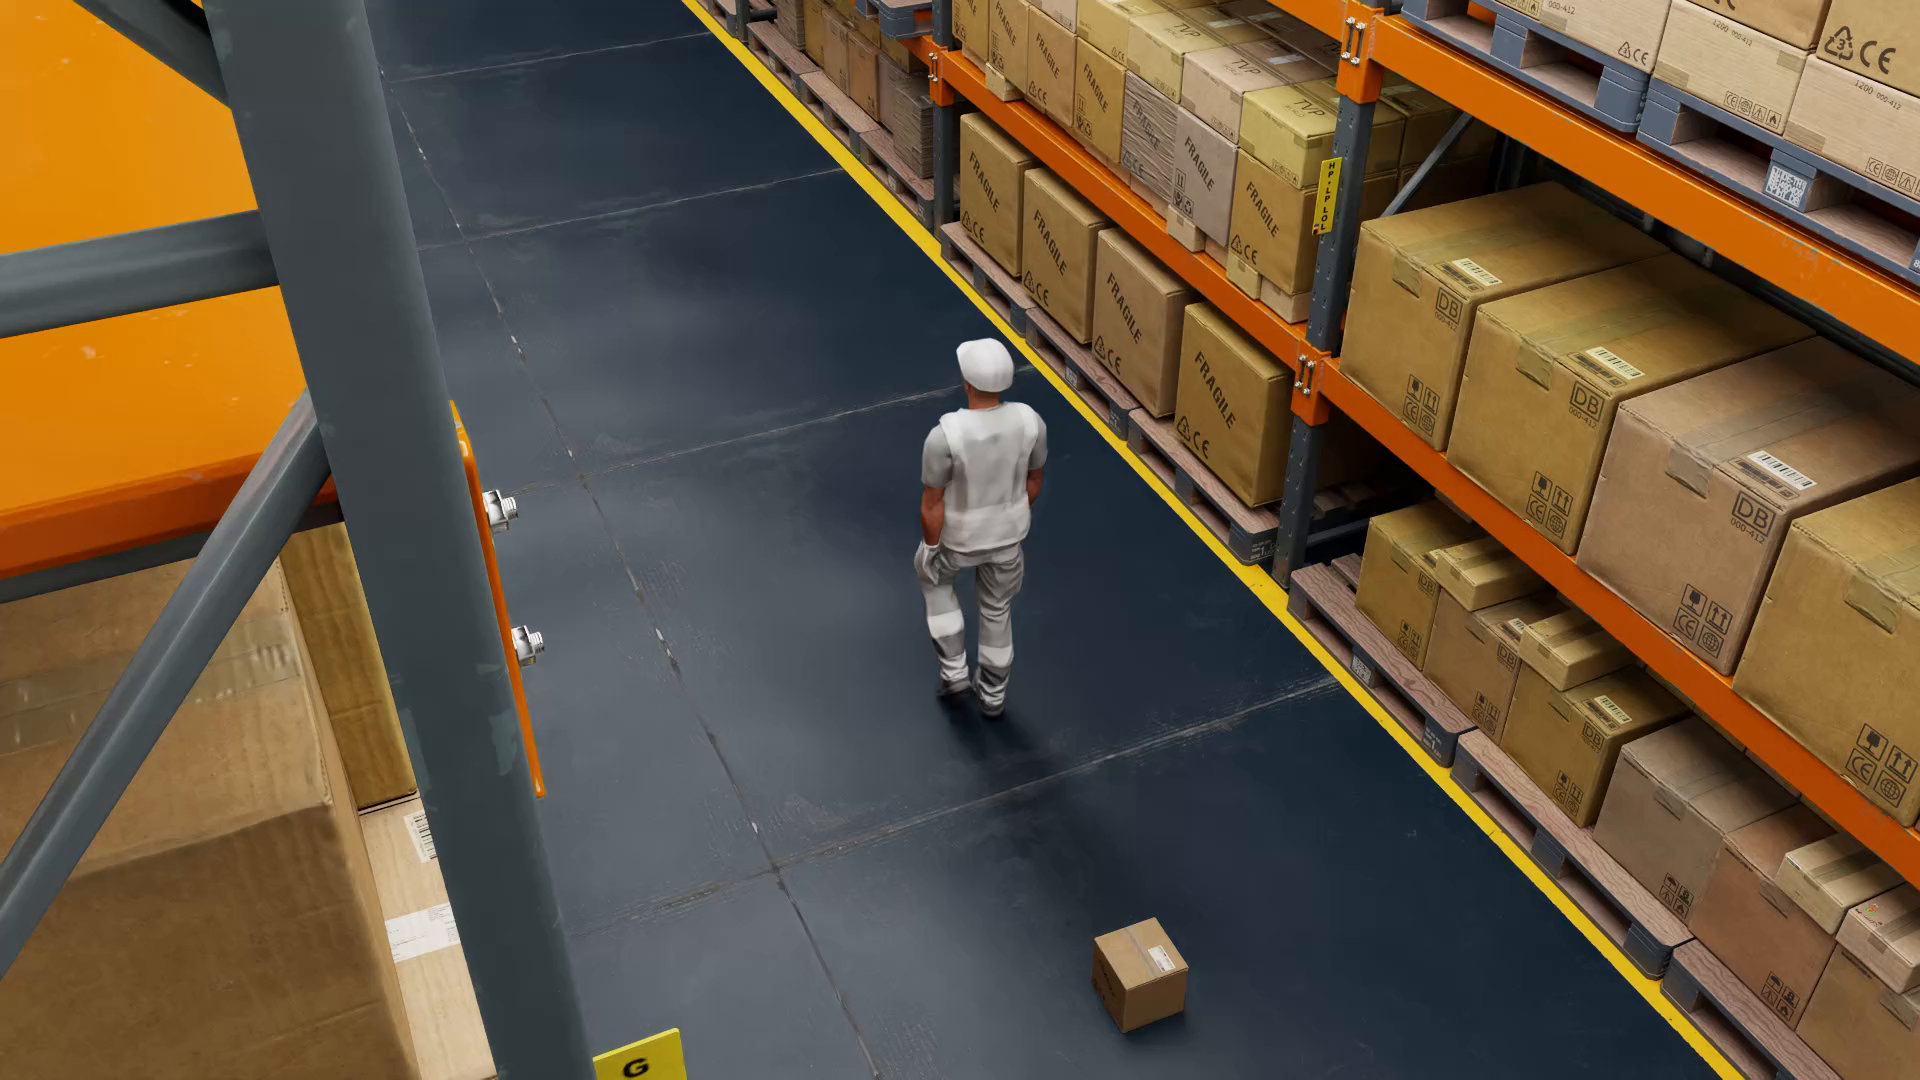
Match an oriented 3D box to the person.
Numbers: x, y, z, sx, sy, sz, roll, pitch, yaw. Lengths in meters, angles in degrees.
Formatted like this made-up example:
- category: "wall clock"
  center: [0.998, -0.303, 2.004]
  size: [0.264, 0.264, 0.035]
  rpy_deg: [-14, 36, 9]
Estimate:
- category: "person"
  center: [0.072, -0.047, 6.873]
  size: [0.539, 1.812, 0.449]
  rpy_deg: [-9, 38, -12]
